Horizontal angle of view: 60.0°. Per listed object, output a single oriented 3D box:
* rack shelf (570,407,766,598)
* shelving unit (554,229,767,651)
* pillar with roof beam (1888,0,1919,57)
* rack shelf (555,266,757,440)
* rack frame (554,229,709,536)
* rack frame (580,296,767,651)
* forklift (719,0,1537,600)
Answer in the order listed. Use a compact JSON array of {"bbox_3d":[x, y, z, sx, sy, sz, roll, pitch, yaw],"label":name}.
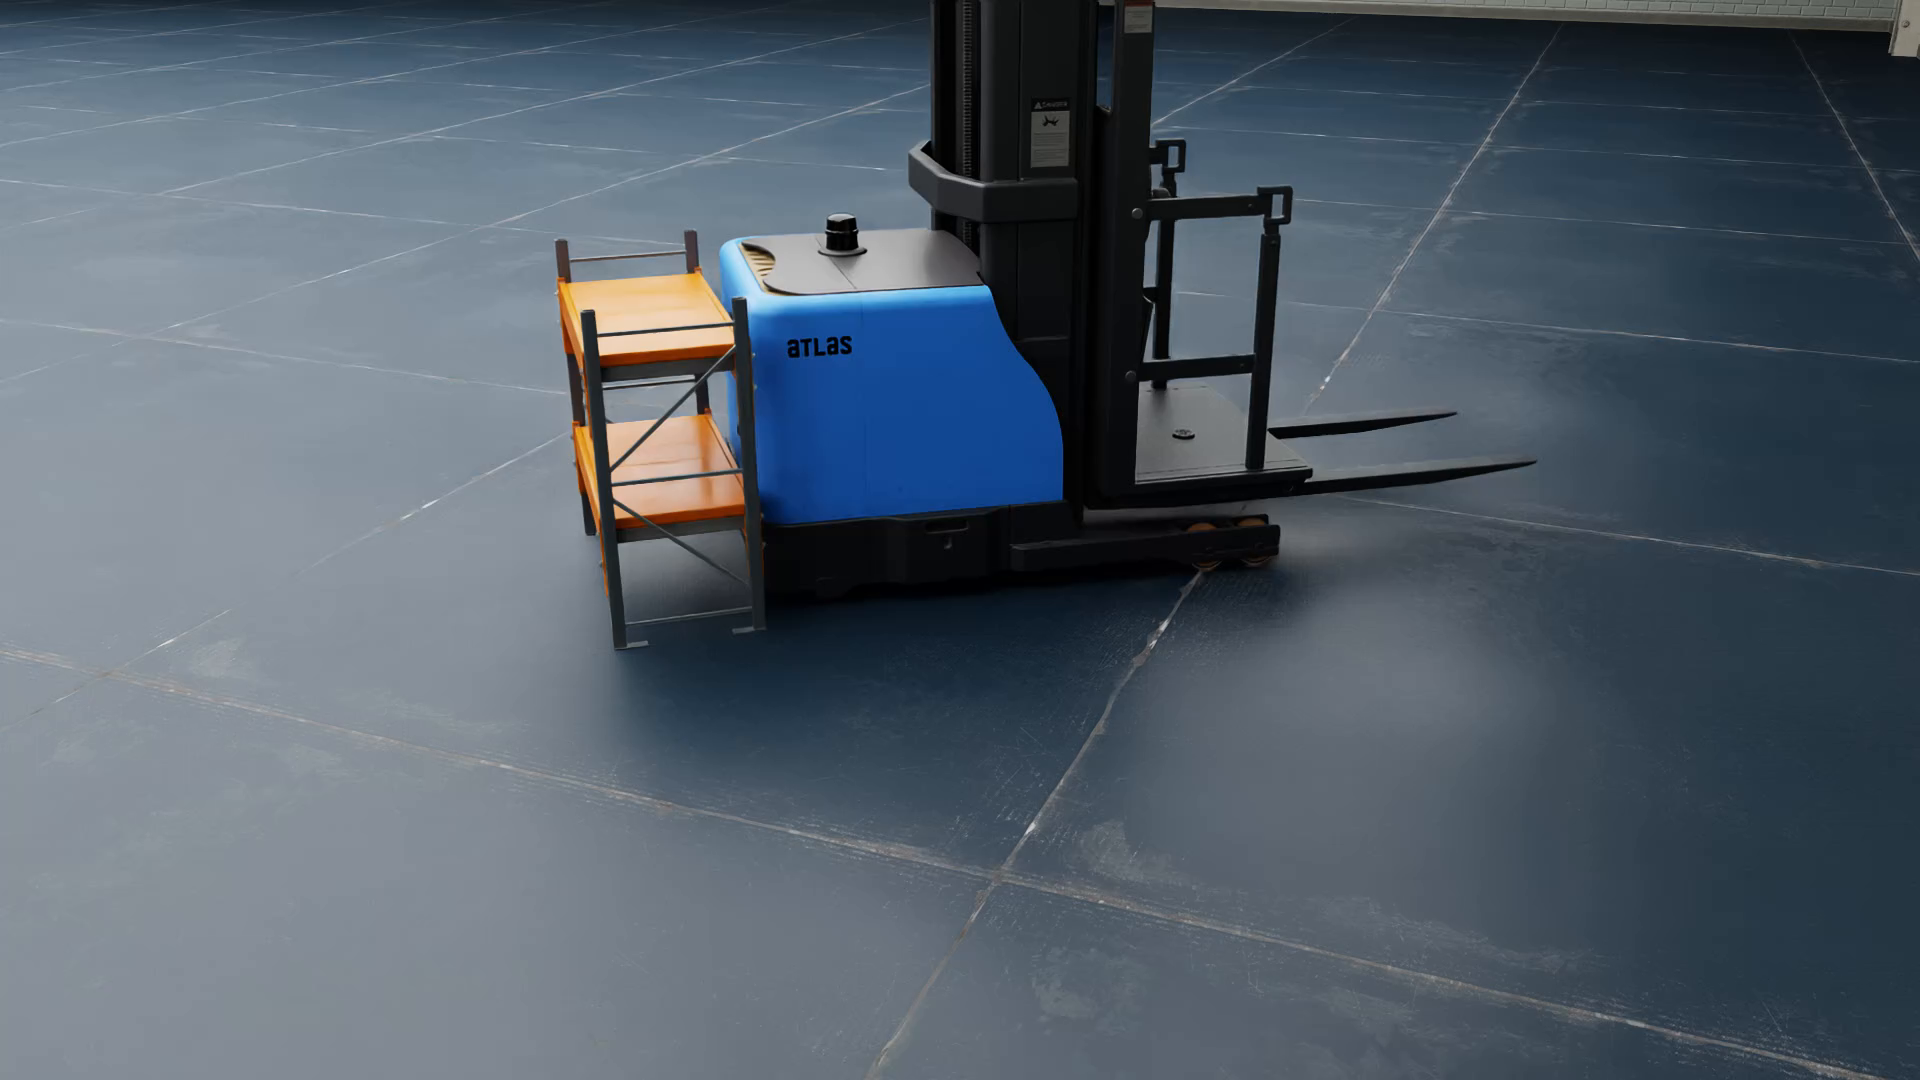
[{"bbox_3d":[-1.036,-0.157,5.793,0.538,0.278,1.000,-7,24,-15],"label":"rack shelf"},{"bbox_3d":[-1.038,-0.382,5.698,0.538,1.125,1.048,-7,24,-15],"label":"shelving unit"},{"bbox_3d":[7.784,-10.829,20.500,9.100,9.000,0.400,9,24,20],"label":"pillar with roof beam"},{"bbox_3d":[-1.040,-0.652,5.585,0.538,0.278,1.000,-7,24,-15],"label":"rack shelf"},{"bbox_3d":[-1.185,-0.570,6.147,0.500,1.125,0.032,-7,24,-15],"label":"rack frame"},{"bbox_3d":[-0.890,-0.195,5.250,0.500,1.125,0.032,-7,24,-15],"label":"rack frame"},{"bbox_3d":[0.675,-1.436,5.886,3.031,2.935,1.130,-5,23,-13],"label":"forklift"}]
